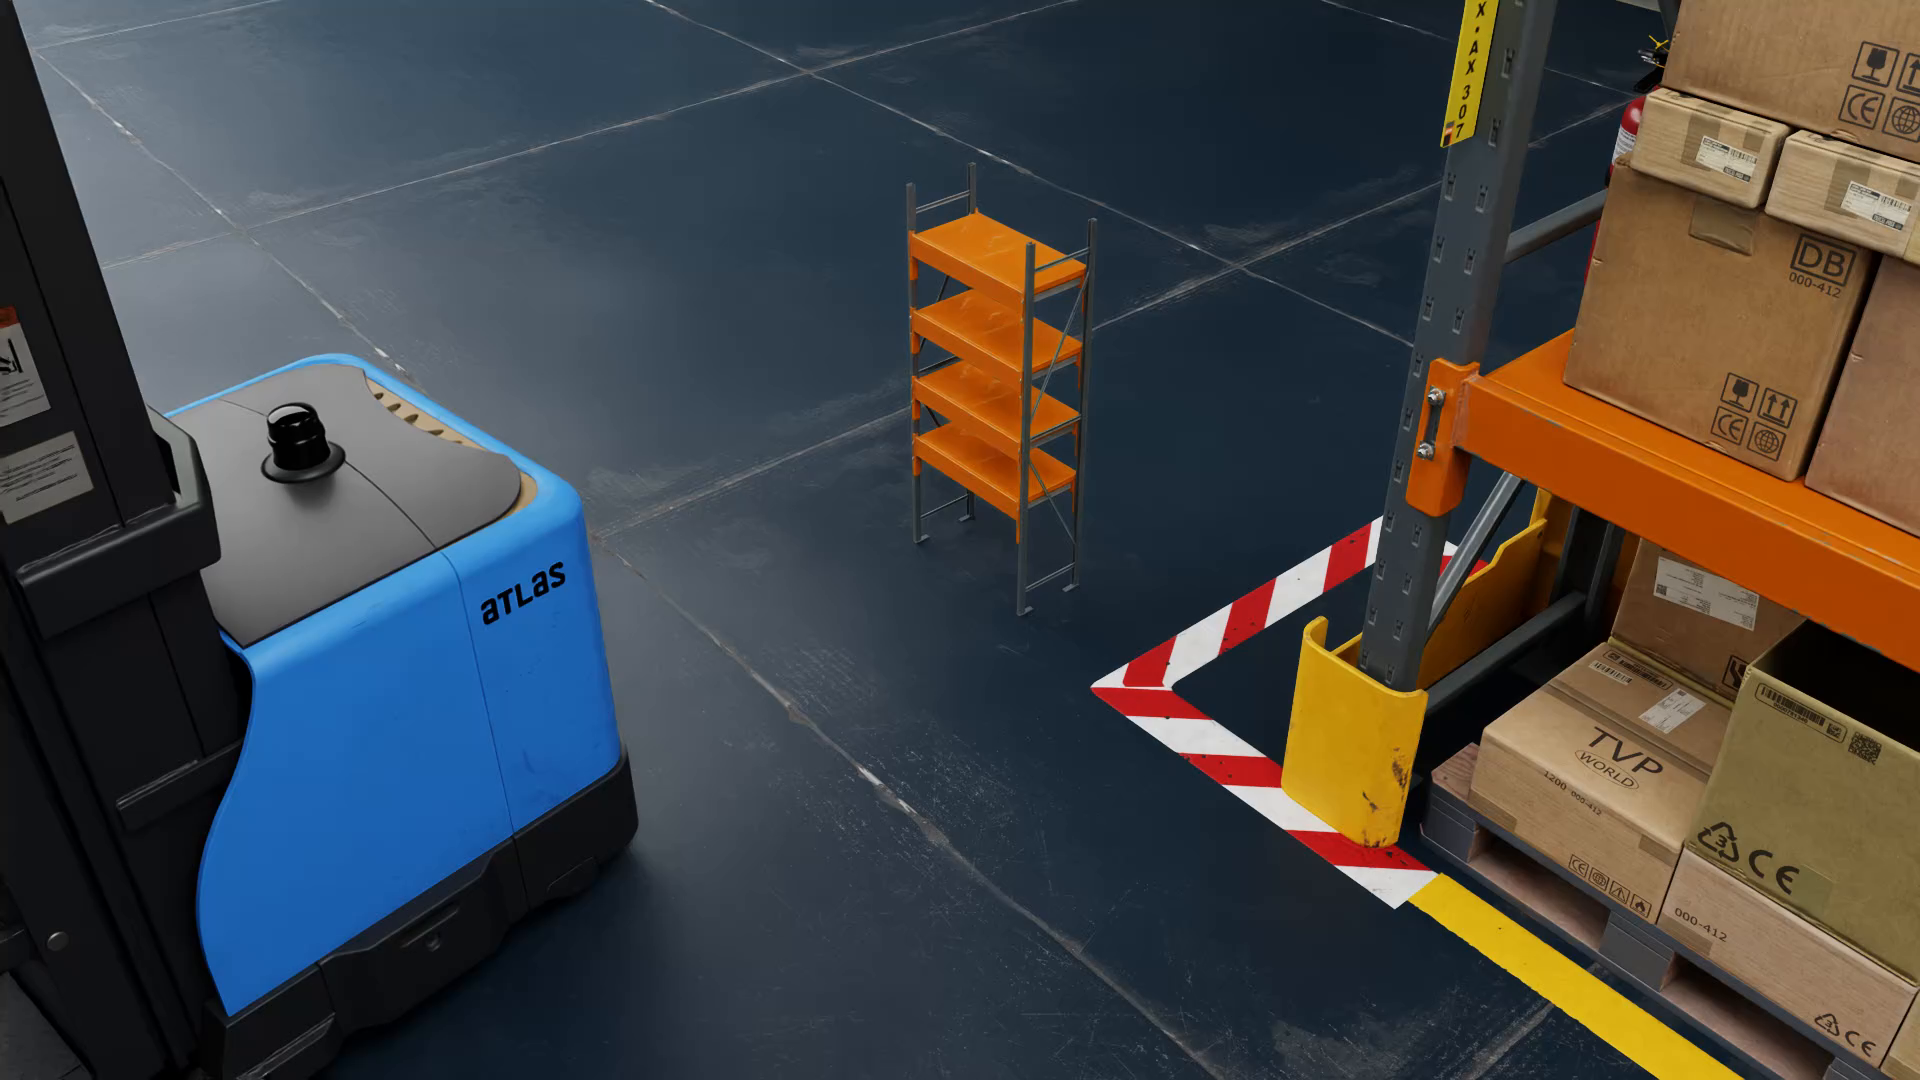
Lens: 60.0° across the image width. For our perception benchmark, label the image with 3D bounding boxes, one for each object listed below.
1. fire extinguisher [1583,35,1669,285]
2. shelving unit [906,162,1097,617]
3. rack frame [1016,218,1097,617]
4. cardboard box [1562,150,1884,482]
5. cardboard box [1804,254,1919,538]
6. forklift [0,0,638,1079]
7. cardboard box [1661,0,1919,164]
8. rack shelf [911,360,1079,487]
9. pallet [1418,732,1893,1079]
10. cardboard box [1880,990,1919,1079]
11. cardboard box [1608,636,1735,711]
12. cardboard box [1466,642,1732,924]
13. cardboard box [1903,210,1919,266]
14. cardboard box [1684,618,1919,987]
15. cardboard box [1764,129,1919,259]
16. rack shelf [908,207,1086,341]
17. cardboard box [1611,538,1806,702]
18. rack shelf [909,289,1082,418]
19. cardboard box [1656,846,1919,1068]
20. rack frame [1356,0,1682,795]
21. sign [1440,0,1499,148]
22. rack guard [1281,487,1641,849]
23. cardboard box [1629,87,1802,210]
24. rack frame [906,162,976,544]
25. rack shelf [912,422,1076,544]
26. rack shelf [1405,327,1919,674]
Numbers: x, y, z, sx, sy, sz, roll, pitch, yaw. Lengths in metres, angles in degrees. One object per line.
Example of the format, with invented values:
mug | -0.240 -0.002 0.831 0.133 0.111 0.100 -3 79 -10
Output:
fire extinguisher | 1.663 -0.913 4.010 0.296 0.674 0.183 -26 43 -32
shelving unit | 0.107 -0.417 4.800 0.258 1.200 0.503 -26 43 -32
rack frame | 0.264 -0.309 4.648 0.240 1.200 0.015 -26 43 -32
cardboard box | 1.676 -0.549 3.343 0.700 0.500 0.500 -26 43 -32
cardboard box | 2.019 -0.319 3.018 0.700 0.500 0.500 -25 42 -31
forklift | -2.157 0.018 2.688 1.130 2.935 3.031 27 44 33
cardboard box | 1.710 -1.055 2.935 0.700 0.500 0.500 -26 43 -32
rack shelf | 0.107 -0.362 4.839 0.258 0.148 0.480 -26 43 -32
pallet | 1.910 0.741 4.021 1.003 0.211 1.213 -26 43 -32
cardboard box | 2.209 0.992 3.270 0.500 0.250 0.500 -26 43 -32
cardboard box | 1.957 0.358 4.164 0.500 0.250 0.500 -26 43 -32
cardboard box | 1.561 0.552 3.892 0.500 0.250 0.500 -26 43 -32
cardboard box | 1.806 -0.545 2.776 0.380 0.149 0.250 -26 43 -32
cardboard box | 1.885 0.466 3.364 0.500 0.500 0.500 -26 43 -32
cardboard box | 1.646 -0.655 2.932 0.380 0.149 0.250 -27 43 -33
rack shelf | 0.107 -0.737 4.573 0.258 0.148 0.480 -26 43 -32
cardboard box | 1.958 0.052 3.949 0.500 0.500 0.500 -26 43 -32
rack shelf | 0.107 -0.544 4.710 0.258 0.148 0.480 -26 43 -32
cardboard box | 1.886 0.771 3.582 0.500 0.250 0.500 -26 43 -32
rack frame | 1.385 -0.719 3.670 1.000 3.000 0.127 -26 43 -32
sign | 0.957 -0.900 3.108 0.100 0.325 0.005 -26 43 -32
rack guard | 1.369 0.291 4.407 1.175 0.500 0.348 -26 43 -32
cardboard box | 1.474 -0.771 3.095 0.380 0.149 0.250 -26 43 -32
rack frame | -0.051 -0.524 4.952 0.240 1.200 0.015 -26 43 -32
rack shelf | 0.107 -0.200 4.954 0.258 0.148 0.480 -26 43 -32
rack shelf | 2.675 0.458 2.631 1.077 0.370 4.000 -26 43 -32
